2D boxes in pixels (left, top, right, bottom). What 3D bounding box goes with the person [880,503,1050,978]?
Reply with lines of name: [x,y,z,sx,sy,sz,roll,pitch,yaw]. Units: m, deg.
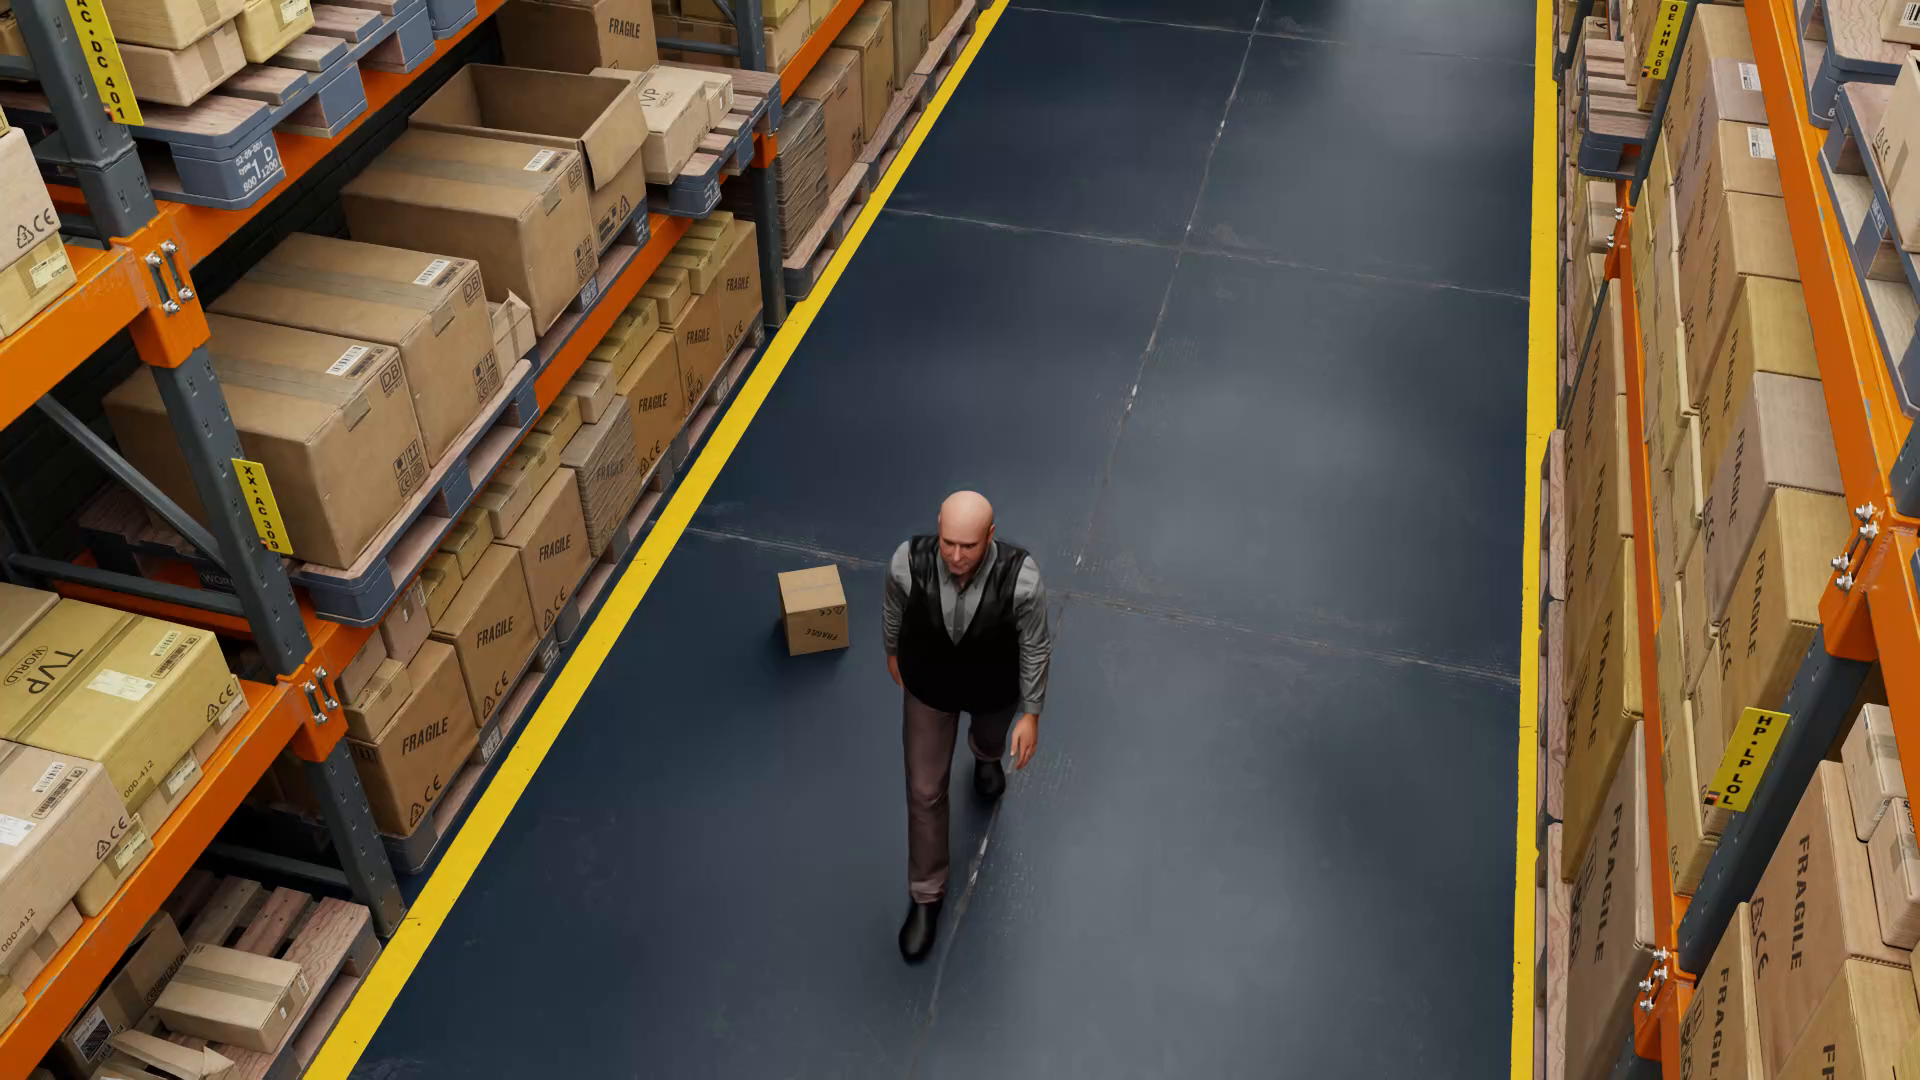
person: [0.008,0.542,5.546,0.568,1.661,1.084,2,41,2]
